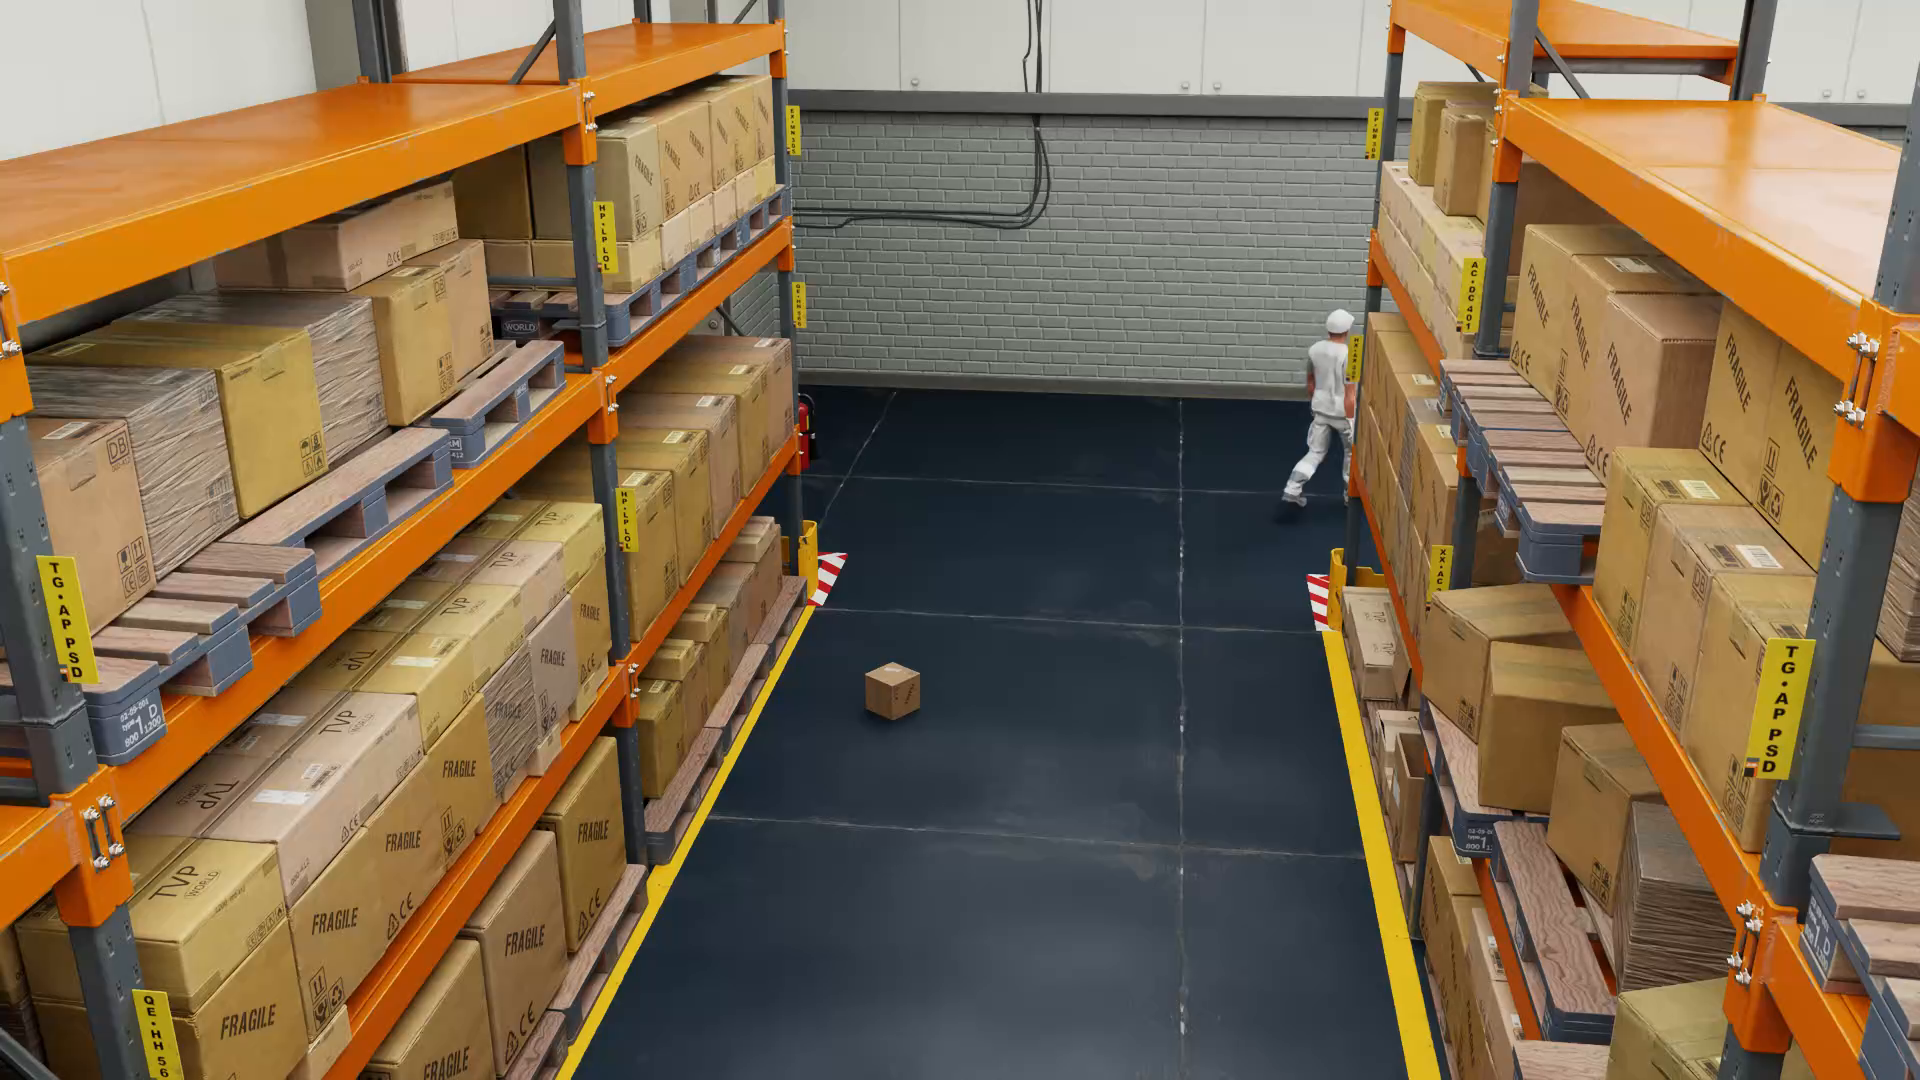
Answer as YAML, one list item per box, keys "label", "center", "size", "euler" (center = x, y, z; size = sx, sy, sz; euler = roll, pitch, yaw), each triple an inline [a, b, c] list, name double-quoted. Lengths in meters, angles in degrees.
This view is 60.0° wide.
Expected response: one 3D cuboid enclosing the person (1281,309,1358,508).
- label: "person"
  center: [3.117, -1.073, 13.853]
  size: [0.967, 1.755, 0.589]
  euler: [-17, 27, -38]
